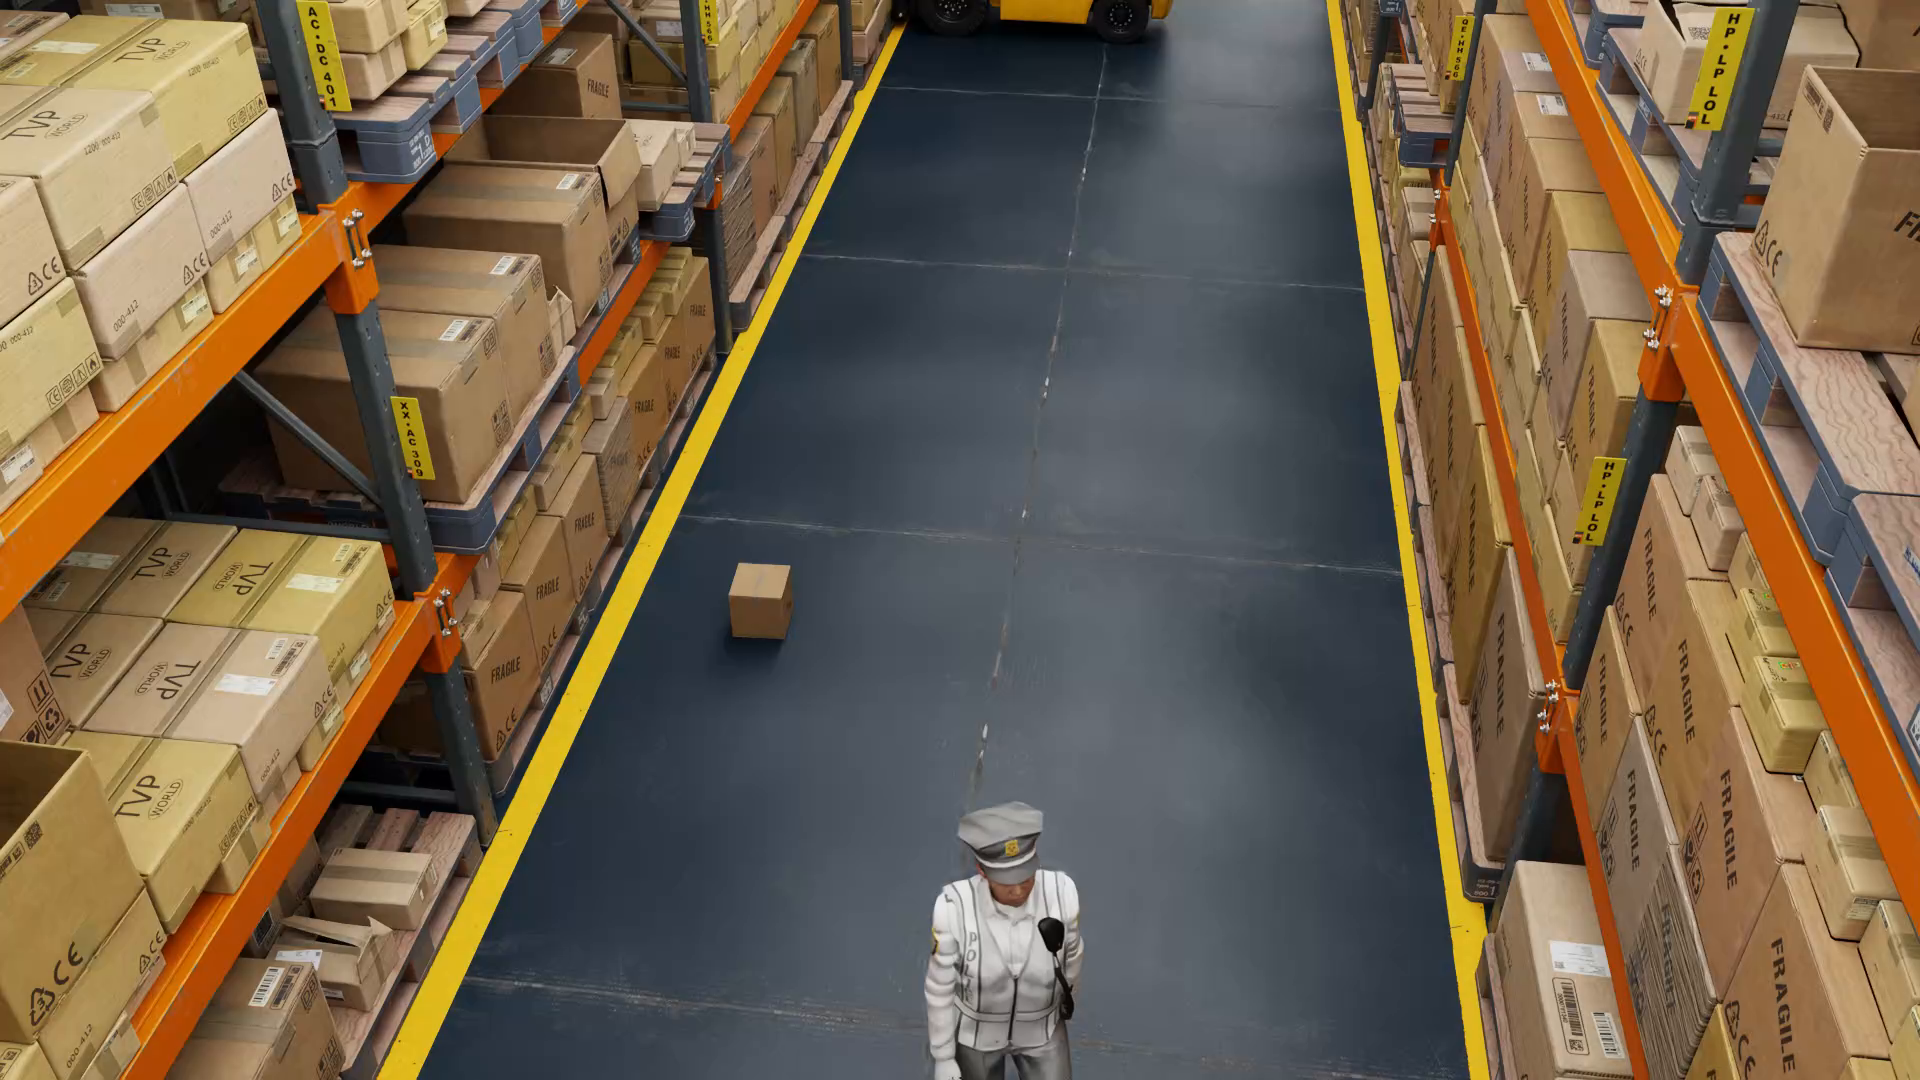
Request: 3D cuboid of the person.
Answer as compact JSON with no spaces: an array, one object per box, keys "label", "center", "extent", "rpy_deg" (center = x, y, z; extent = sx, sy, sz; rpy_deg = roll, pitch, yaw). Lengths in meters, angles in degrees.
[{"label":"person","center":[3.472,-0.860,7.748],"extent":[7.740,2.202,7.075],"rpy_deg":[-3,36,-4]}]
